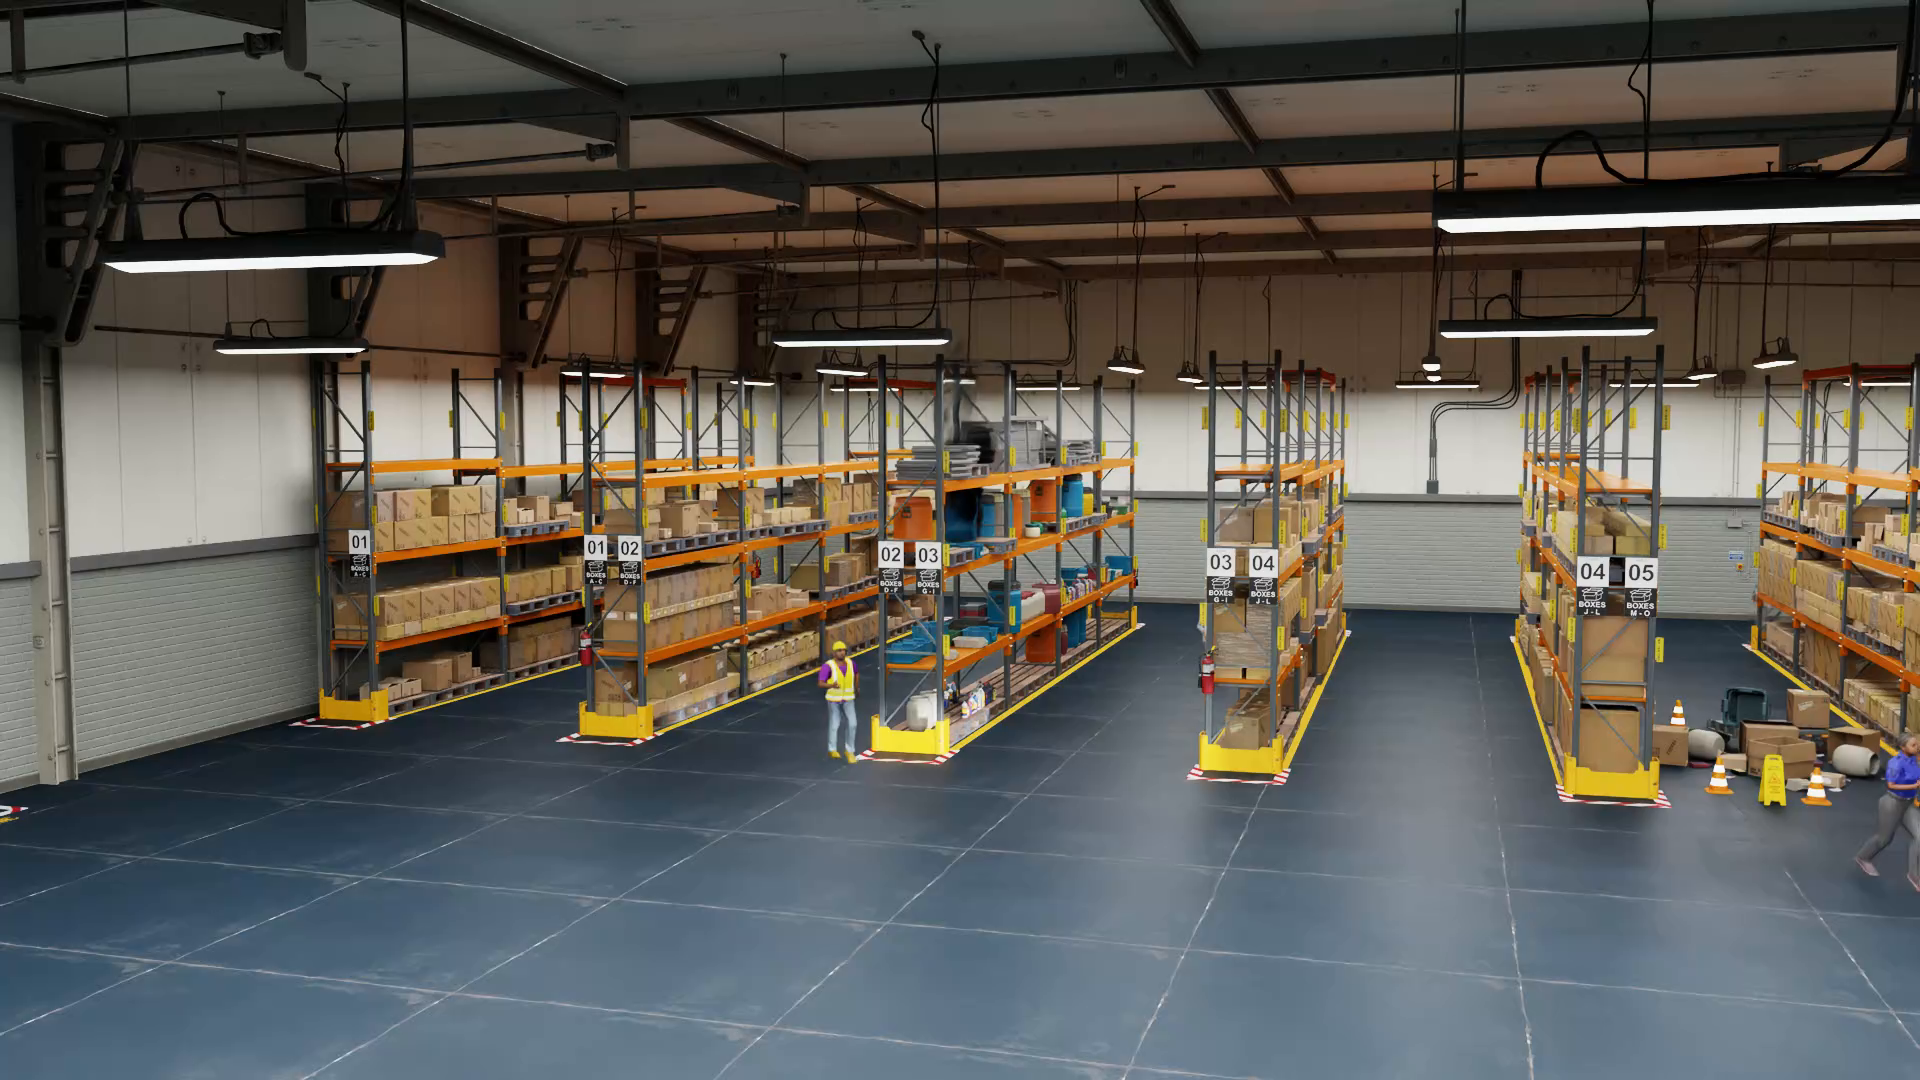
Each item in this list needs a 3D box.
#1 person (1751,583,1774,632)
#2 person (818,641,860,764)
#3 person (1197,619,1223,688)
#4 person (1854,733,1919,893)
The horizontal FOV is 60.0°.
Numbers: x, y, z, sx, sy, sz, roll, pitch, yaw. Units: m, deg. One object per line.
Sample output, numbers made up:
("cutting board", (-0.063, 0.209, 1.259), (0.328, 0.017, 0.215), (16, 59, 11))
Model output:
("person", (18.247, 1.468, 37.614), (0.718, 1.750, 0.707), (4, 6, 43))
("person", (-1.741, 2.390, 24.378), (0.715, 1.818, 0.711), (-2, 4, -21))
("person", (4.765, 1.906, 31.143), (0.658, 1.754, 0.641), (1, 4, 9))
("person", (10.061, 2.916, 17.906), (0.562, 1.731, 0.845), (-2, 4, -24))
